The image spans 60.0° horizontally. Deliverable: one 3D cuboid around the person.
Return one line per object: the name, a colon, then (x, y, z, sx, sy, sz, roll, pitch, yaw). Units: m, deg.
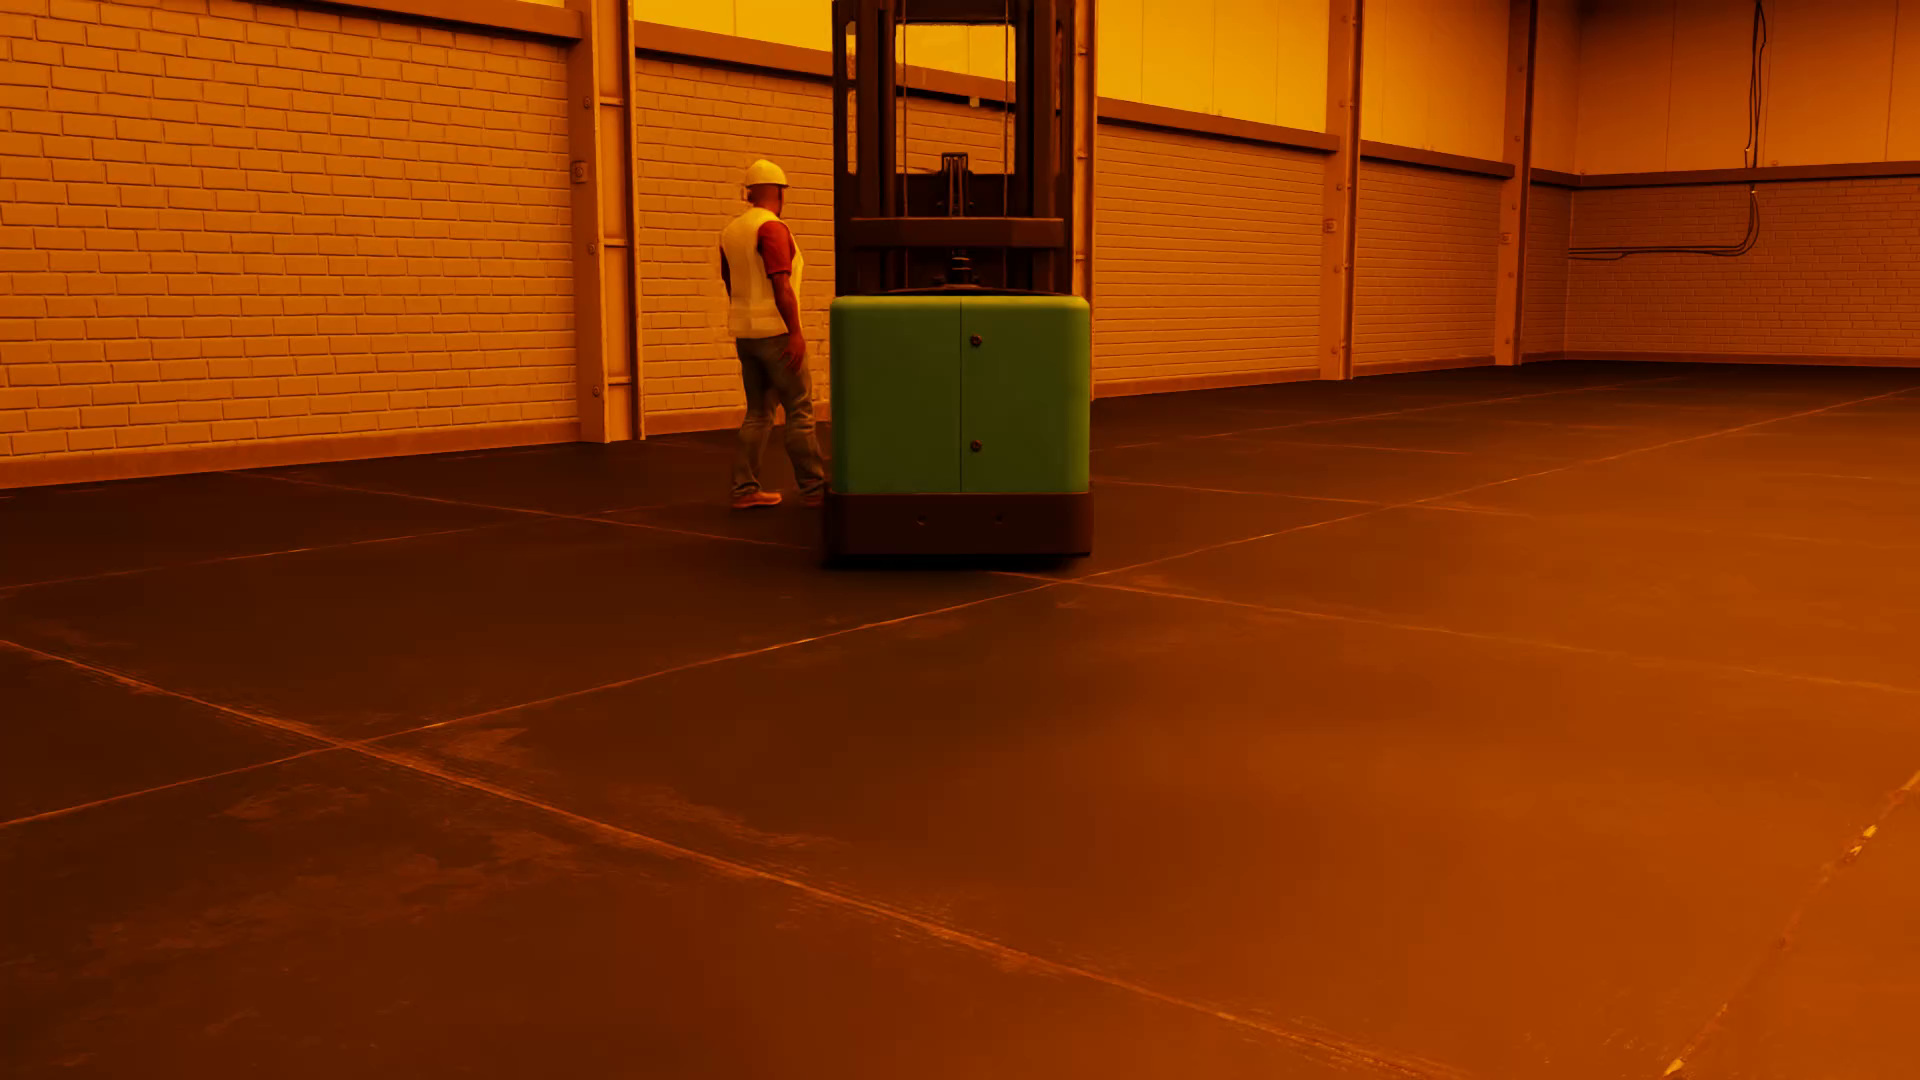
person: (-0.884, -1.042, 8.493, 0.649, 1.753, 0.744, -6, 10, -37)

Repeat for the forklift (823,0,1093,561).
forklift: (-0.036, -1.542, 7.820, 1.130, 2.935, 3.031, 0, 8, -1)
